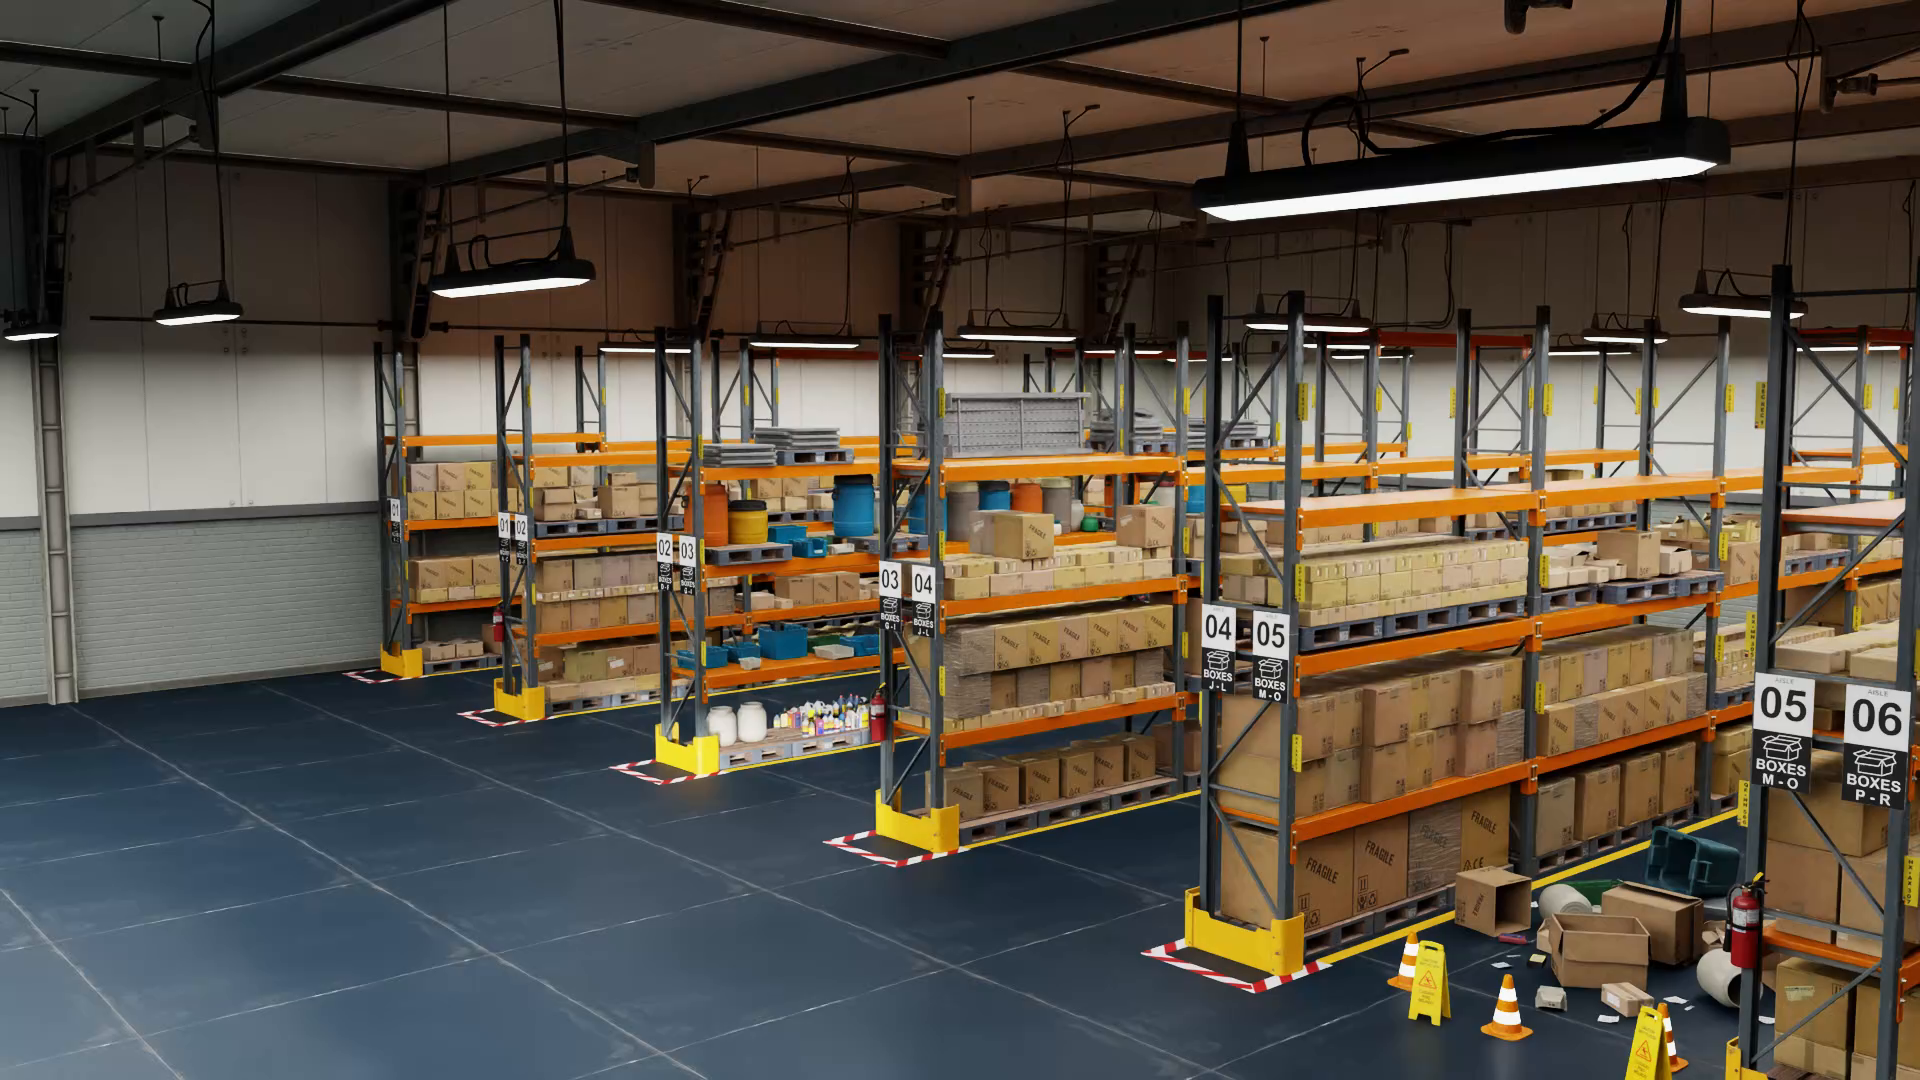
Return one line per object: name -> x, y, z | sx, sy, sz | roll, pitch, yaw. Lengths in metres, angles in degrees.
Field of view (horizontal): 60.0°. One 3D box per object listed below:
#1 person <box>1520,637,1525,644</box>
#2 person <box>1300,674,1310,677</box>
person -> 7.979, 2.183, 23.511 | 1.099, 1.664, 0.643 | -5, 7, -44
person -> 4.234, 2.468, 20.648 | 0.509, 1.656, 0.512 | -4, 6, -35
